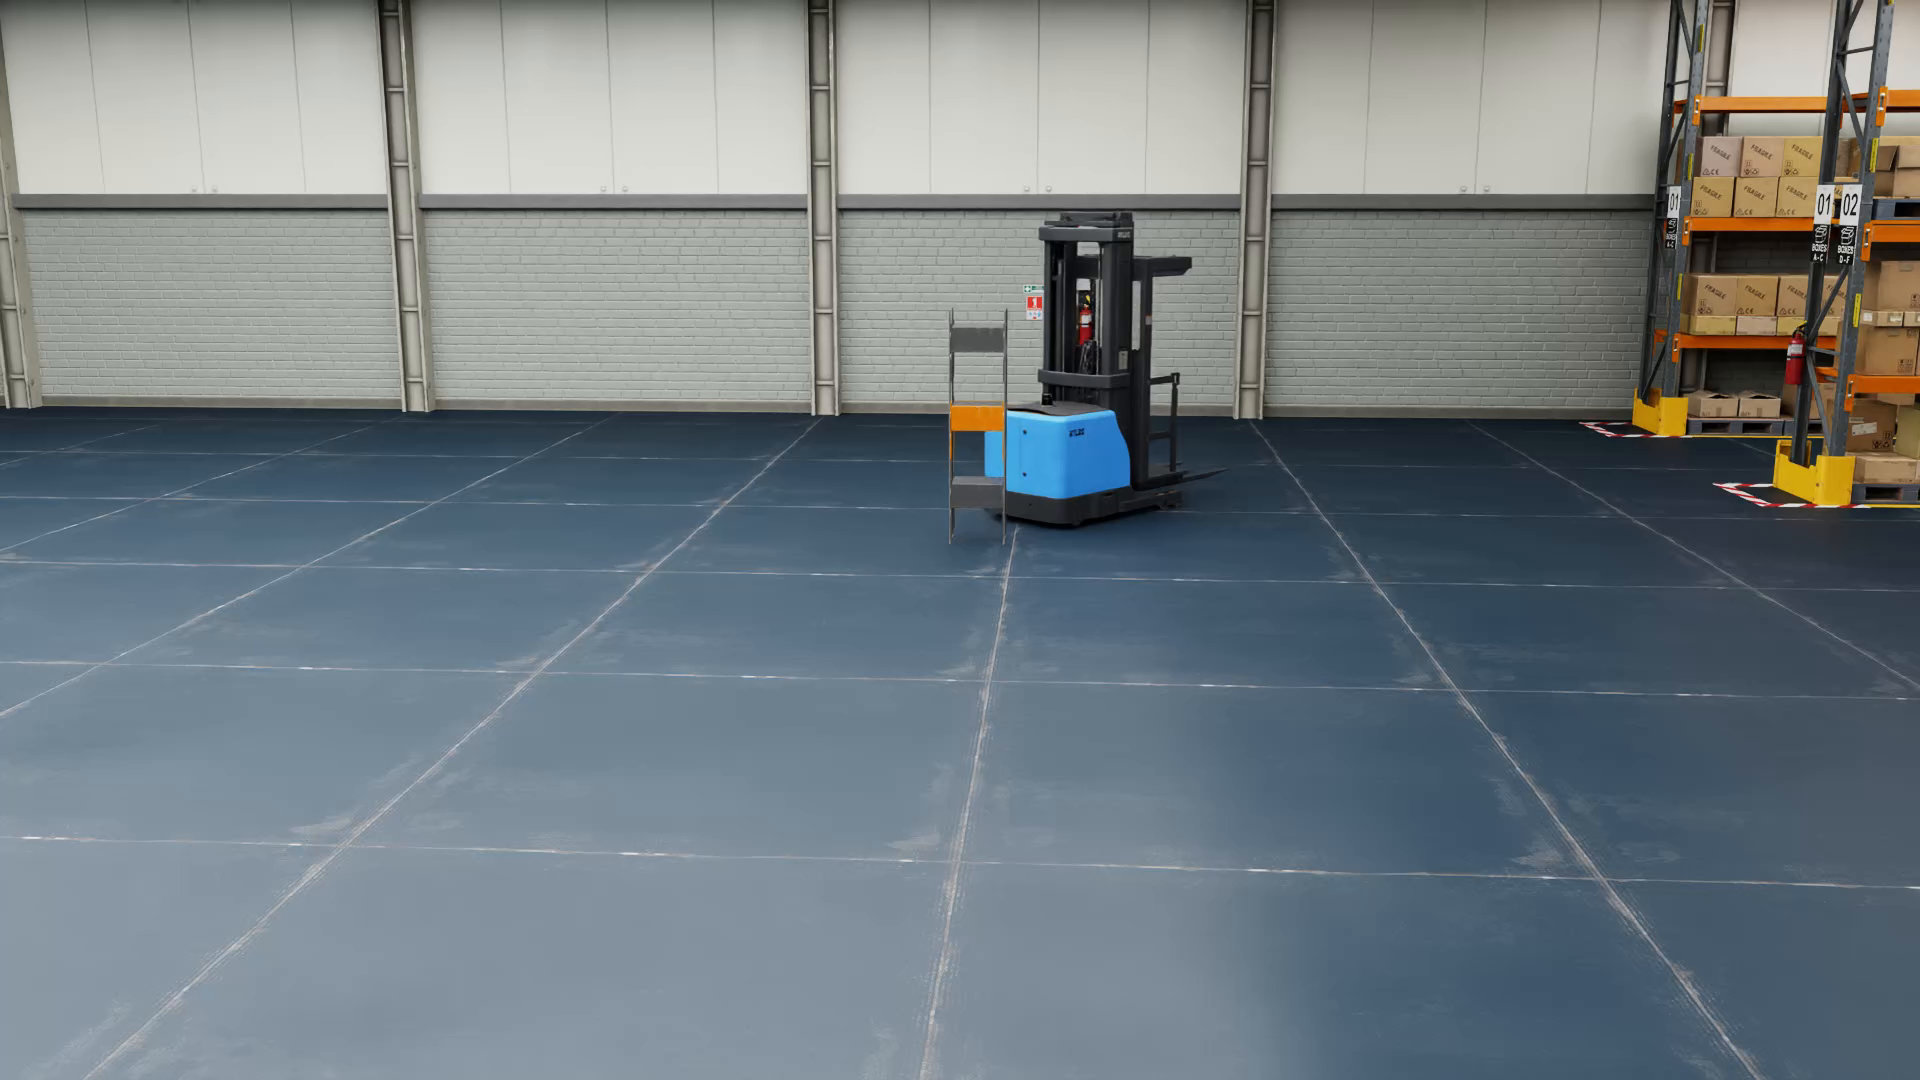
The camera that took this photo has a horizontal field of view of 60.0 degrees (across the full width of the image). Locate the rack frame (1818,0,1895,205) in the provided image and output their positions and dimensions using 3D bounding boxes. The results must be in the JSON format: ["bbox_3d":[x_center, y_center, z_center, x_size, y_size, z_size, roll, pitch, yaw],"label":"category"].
[{"bbox_3d":[8.971,-4.875,16.577,0.127,3.000,1.000,1,12,4],"label":"rack frame"}]

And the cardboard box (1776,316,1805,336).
[{"bbox_3d":[10.791,-2.803,21.641,0.500,0.250,0.500,1,12,3],"label":"cardboard box"}]

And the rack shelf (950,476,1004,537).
[{"bbox_3d":[0.165,-0.327,15.170,0.480,0.518,0.431,1,12,4],"label":"rack shelf"}]

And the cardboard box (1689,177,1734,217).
[{"bbox_3d":[9.615,-4.422,21.444,0.500,0.500,0.500,1,12,5],"label":"cardboard box"}]

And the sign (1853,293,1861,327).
[{"bbox_3d":[8.928,-2.288,16.553,0.005,0.325,0.100,1,12,4],"label":"sign"}]

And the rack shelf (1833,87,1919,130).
[{"bbox_3d":[10.967,-4.300,16.560,4.000,0.370,1.077,1,12,4],"label":"rack shelf"}]

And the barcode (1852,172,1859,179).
[{"bbox_3d":[9.305,-3.785,17.276,0.075,0.075,0.001,1,12,4],"label":"barcode"}]

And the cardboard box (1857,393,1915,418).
[{"bbox_3d":[12.251,-1.894,22.007,0.500,0.500,0.500,0,12,-1],"label":"cardboard box"}]

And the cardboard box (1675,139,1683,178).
[{"bbox_3d":[9.746,-5.014,21.834,0.500,0.500,0.500,1,12,6],"label":"cardboard box"}]

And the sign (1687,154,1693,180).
[{"bbox_3d":[9.262,-4.736,21.103,0.005,0.325,0.100,1,12,4],"label":"sign"}]

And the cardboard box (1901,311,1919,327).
[{"bbox_3d":[9.612,-2.252,16.864,0.250,0.149,0.380,0,12,2],"label":"cardboard box"}]

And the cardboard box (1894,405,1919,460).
[{"bbox_3d":[9.990,-1.106,17.070,0.500,0.500,0.500,1,12,4],"label":"cardboard box"}]

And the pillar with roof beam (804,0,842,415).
[{"bbox_3d":[-2.206,-5.339,18.794,0.400,9.000,9.100,1,12,4],"label":"pillar with roof beam"}]

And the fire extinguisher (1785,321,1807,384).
[{"bbox_3d":[8.884,-1.997,17.660,0.183,0.674,0.296,1,12,4],"label":"fire extinguisher"}]

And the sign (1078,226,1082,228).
[{"bbox_3d":[1.604,-4.396,23.280,0.199,0.298,0.001,1,12,4],"label":"sign"}]

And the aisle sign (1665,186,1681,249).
[{"bbox_3d":[9.207,-4.163,21.475,0.004,0.787,0.394,1,12,4],"label":"aisle sign"}]

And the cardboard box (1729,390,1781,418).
[{"bbox_3d":[10.552,-1.814,22.089,0.500,0.311,0.500,2,12,8],"label":"cardboard box"}]

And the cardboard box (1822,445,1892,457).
[{"bbox_3d":[9.526,-0.851,17.683,0.500,0.250,0.500,1,12,4],"label":"cardboard box"}]

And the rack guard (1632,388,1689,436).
[{"bbox_3d":[9.374,-1.726,22.280,0.348,0.500,1.175,1,12,4],"label":"rack guard"}]

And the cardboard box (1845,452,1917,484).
[{"bbox_3d":[9.491,-0.745,17.177,0.500,0.250,0.500,1,12,4],"label":"cardboard box"}]

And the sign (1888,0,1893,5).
[{"bbox_3d":[8.928,-5.296,15.923,0.005,0.325,0.100,1,12,4],"label":"sign"}]

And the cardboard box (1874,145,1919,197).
[{"bbox_3d":[9.544,-3.723,16.774,0.637,0.503,0.797,2,12,8],"label":"cardboard box"}]

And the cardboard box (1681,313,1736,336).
[{"bbox_3d":[9.764,-2.815,21.700,0.500,0.250,0.500,0,12,2],"label":"cardboard box"}]

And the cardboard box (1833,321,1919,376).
[{"bbox_3d":[9.436,-1.978,17.138,0.500,0.500,0.700,1,12,4],"label":"cardboard box"}]

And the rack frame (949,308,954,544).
[{"bbox_3d":[-0.078,-1.029,15.040,0.015,2.100,0.400,1,12,4],"label":"rack frame"}]

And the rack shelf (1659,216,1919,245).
[{"bbox_3d":[11.294,-4.039,21.665,4.000,0.370,1.077,1,12,4],"label":"rack shelf"}]

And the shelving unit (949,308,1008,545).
[{"bbox_3d":[0.165,-1.025,15.024,0.503,2.100,0.431,1,12,4],"label":"shelving unit"}]

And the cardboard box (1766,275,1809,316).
[{"bbox_3d":[10.762,-3.169,21.559,0.500,0.500,0.500,0,12,2],"label":"cardboard box"}]

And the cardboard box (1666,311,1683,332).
[{"bbox_3d":[9.778,-2.920,22.201,0.500,0.250,0.500,1,12,5],"label":"cardboard box"}]

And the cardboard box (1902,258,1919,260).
[{"bbox_3d":[10.014,-2.607,16.972,0.500,0.500,0.700,0,12,2],"label":"cardboard box"}]

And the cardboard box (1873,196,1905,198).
[{"bbox_3d":[11.710,-4.389,21.284,0.500,0.500,0.500,0,12,2],"label":"cardboard box"}]

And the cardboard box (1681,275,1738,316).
[{"bbox_3d":[9.755,-3.186,21.641,0.500,0.500,0.500,1,12,4],"label":"cardboard box"}]

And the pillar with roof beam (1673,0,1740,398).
[{"bbox_3d":[9.767,-5.175,18.009,0.400,9.000,9.100,1,12,4],"label":"pillar with roof beam"}]

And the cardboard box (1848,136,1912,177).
[{"bbox_3d":[11.702,-4.874,21.163,0.500,0.500,0.500,0,12,2],"label":"cardboard box"}]

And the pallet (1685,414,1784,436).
[{"bbox_3d":[10.183,-1.566,22.222,1.213,0.211,1.003,1,12,4],"label":"pallet"}]

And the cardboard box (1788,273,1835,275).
[{"bbox_3d":[11.303,-3.269,22.037,0.500,0.500,0.500,1,12,5],"label":"cardboard box"}]

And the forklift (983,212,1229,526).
[{"bbox_3d":[1.606,-1.804,16.714,1.130,2.935,3.031,11,16,42],"label":"forklift"}]

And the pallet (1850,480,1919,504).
[{"bbox_3d":[9.737,-0.572,17.467,1.213,0.211,1.003,1,12,4],"label":"pallet"}]

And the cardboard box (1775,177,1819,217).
[{"bbox_3d":[10.667,-4.401,21.344,0.500,0.500,0.500,1,12,6],"label":"cardboard box"}]

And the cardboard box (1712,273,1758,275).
[{"bbox_3d":[10.285,-3.282,22.100,0.500,0.500,0.500,1,12,5],"label":"cardboard box"}]

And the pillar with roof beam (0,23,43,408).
[{"bbox_3d":[-14.179,-5.503,19.579,0.400,9.000,9.100,1,12,4],"label":"pillar with roof beam"}]

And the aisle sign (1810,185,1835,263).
[{"bbox_3d":[8.925,-3.272,17.216,0.004,0.787,0.394,1,12,4],"label":"aisle sign"}]

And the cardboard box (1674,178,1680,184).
[{"bbox_3d":[9.732,-4.523,21.930,0.500,0.500,0.500,2,12,8],"label":"cardboard box"}]

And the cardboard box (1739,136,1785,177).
[{"bbox_3d":[10.164,-4.895,21.263,0.500,0.500,0.500,1,12,3],"label":"cardboard box"}]

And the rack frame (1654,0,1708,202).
[{"bbox_3d":[9.298,-5.887,21.415,0.127,3.000,1.000,1,12,4],"label":"rack frame"}]

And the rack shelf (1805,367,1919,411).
[{"bbox_3d":[10.967,-1.559,17.134,4.000,0.370,1.077,1,12,4],"label":"rack shelf"}]
